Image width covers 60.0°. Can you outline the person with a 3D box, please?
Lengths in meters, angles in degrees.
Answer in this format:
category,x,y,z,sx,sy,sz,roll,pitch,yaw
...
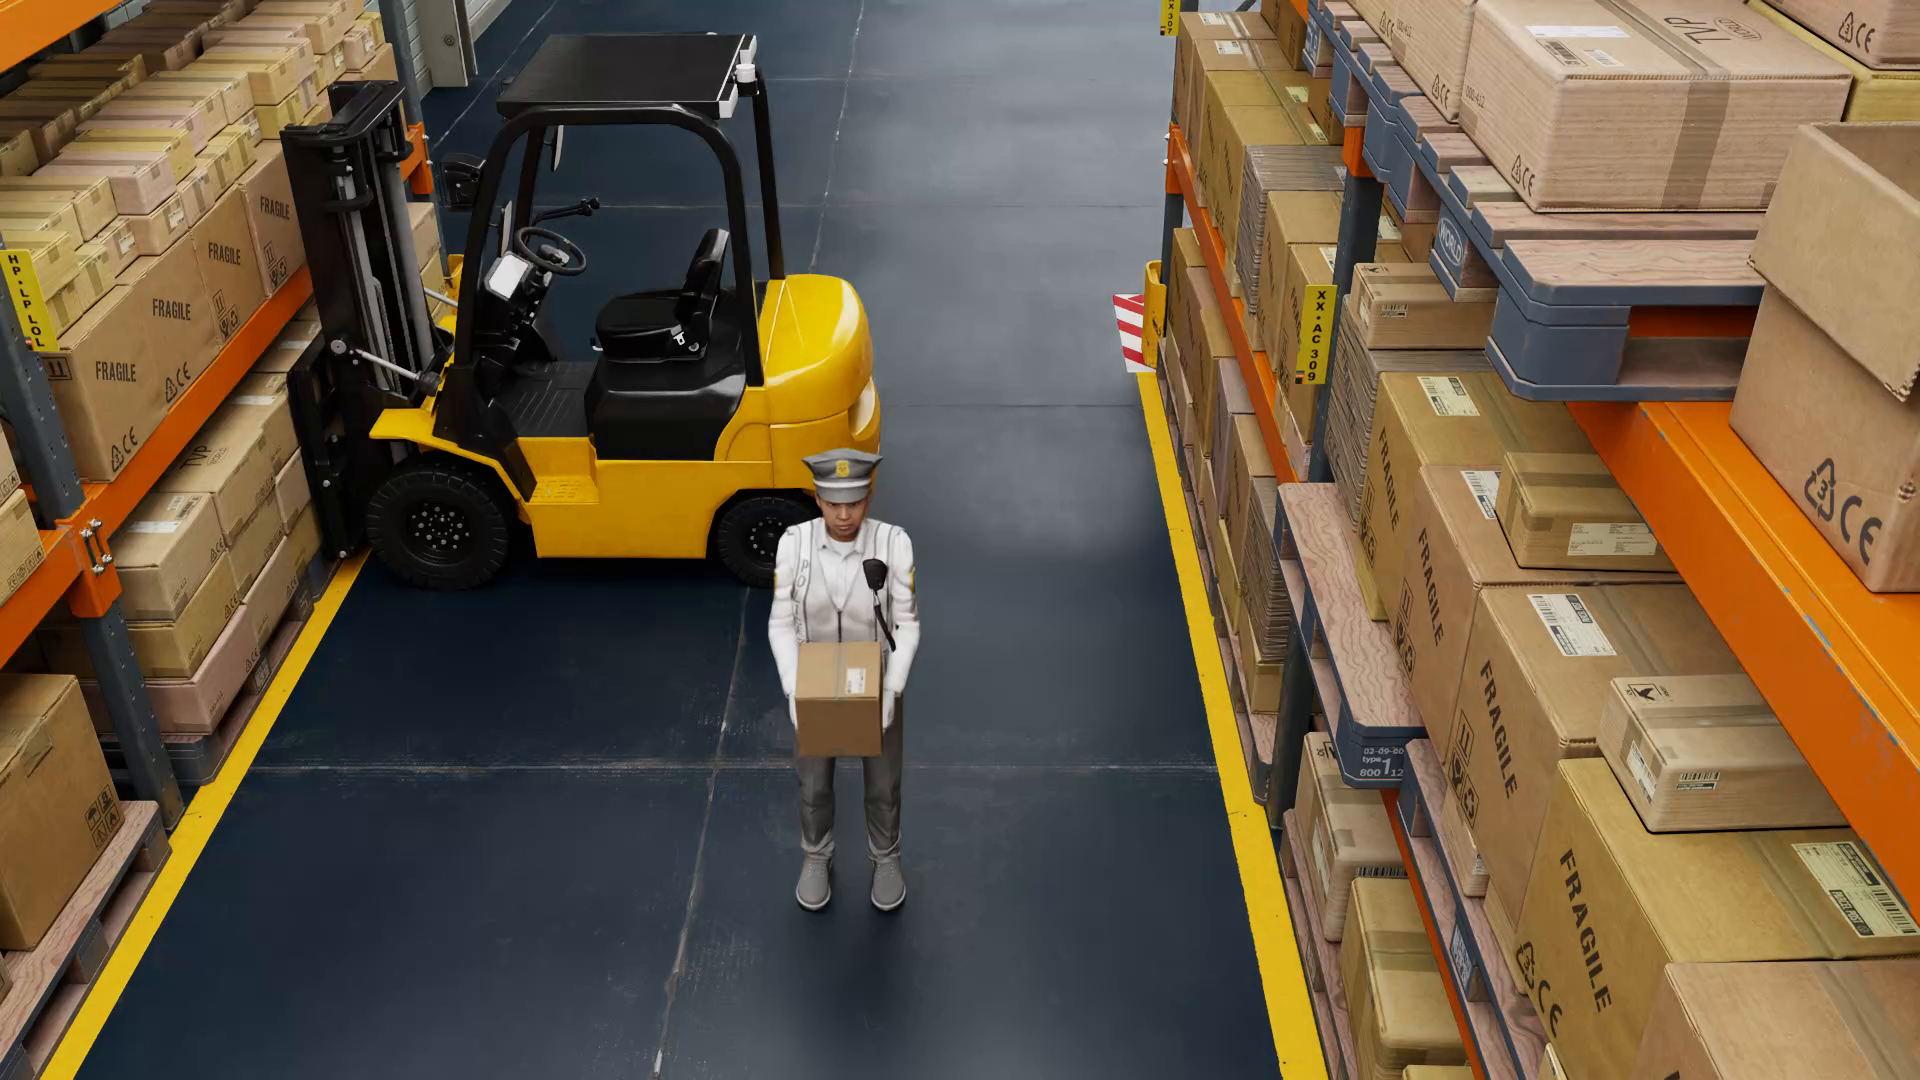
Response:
category,x,y,z,sx,sy,sz,roll,pitch,yaw
person,-0.354,0.479,5.358,0.531,1.661,0.377,0,32,-1
